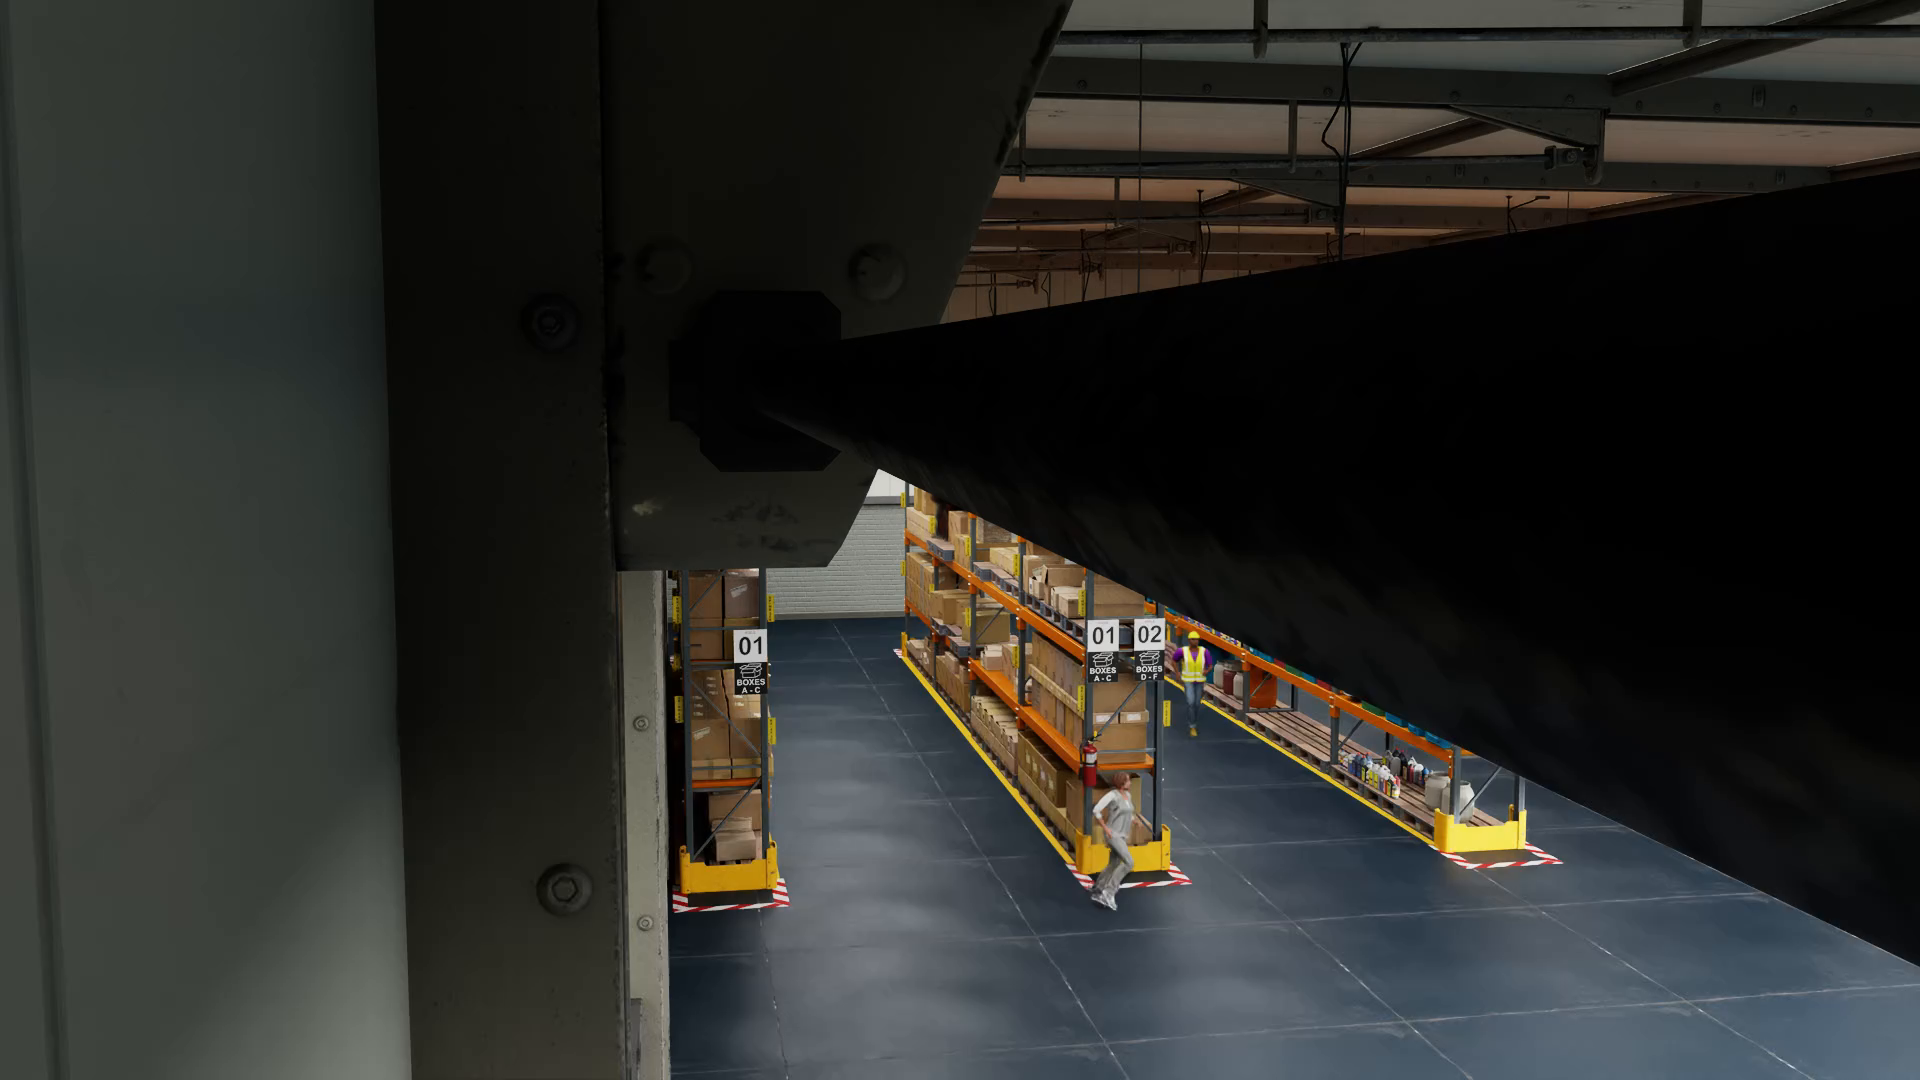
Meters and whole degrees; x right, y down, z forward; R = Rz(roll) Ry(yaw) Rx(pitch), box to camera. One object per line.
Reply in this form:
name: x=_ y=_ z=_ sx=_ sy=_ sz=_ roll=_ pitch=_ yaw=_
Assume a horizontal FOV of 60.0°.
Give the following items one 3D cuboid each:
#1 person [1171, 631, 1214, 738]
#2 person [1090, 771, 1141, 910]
person: x=4.039 y=2.459 z=28.784 sx=0.697 sy=1.774 sz=0.893 roll=0 pitch=6 yaw=-4
person: x=1.857 y=3.521 z=19.619 sx=0.597 sy=1.574 sz=0.569 roll=3 pitch=7 yaw=27
